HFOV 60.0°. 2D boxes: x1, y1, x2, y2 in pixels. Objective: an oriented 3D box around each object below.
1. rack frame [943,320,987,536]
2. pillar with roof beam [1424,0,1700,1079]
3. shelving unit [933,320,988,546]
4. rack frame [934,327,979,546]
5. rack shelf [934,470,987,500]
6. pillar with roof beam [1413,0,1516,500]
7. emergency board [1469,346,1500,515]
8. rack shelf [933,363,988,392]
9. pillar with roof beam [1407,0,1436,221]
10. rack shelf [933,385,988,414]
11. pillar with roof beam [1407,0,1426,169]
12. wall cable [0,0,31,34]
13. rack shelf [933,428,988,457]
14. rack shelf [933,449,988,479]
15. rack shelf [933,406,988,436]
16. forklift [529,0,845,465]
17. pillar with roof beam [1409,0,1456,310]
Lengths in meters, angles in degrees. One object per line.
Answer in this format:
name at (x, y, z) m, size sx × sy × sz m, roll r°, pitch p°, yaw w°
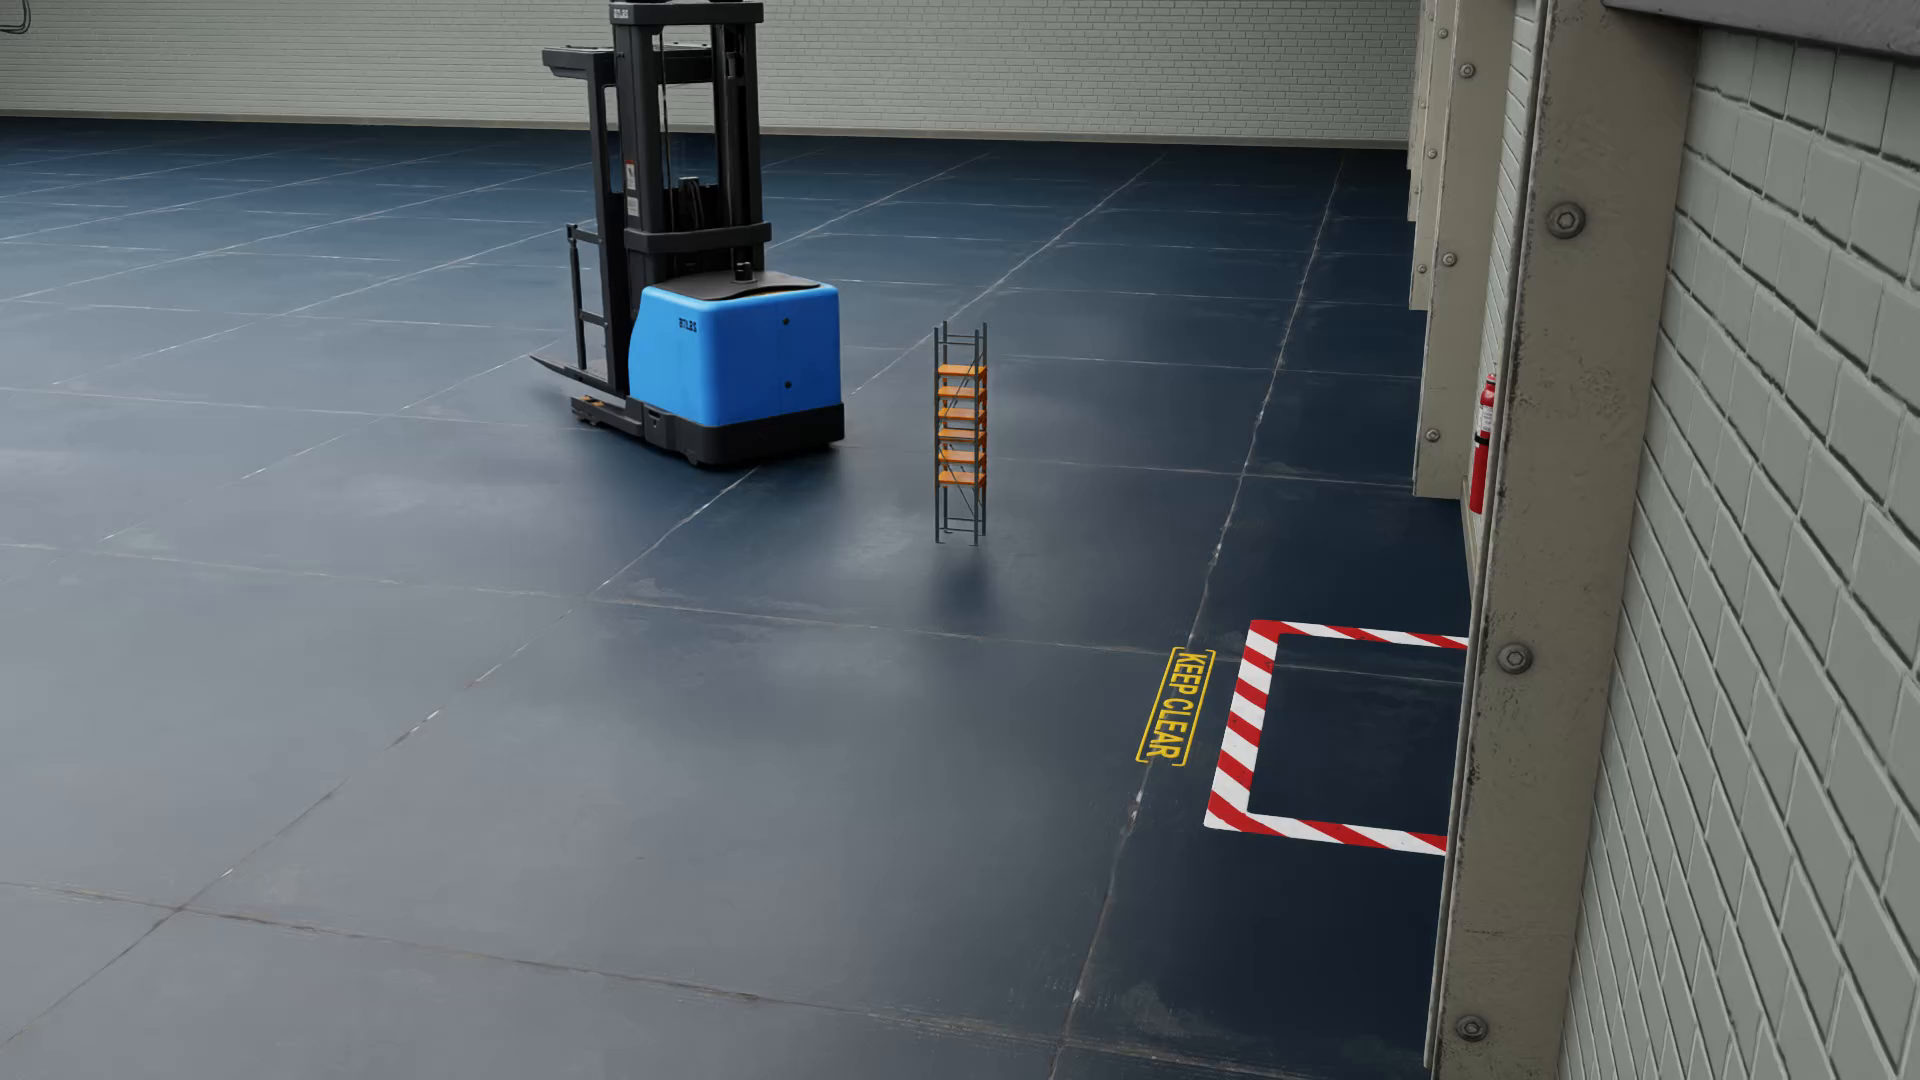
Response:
rack frame at (0.026, -0.601, 9.091) m, size 0.240 × 1.200 × 0.006 m, roll 5°, pitch 19°, yaw 13°
pillar with roof beam at (-2.730, -3.030, 4.137) m, size 9.100 × 9.000 × 0.400 m, roll 5°, pitch 19°, yaw 13°
shelving unit at (0.004, -0.572, 9.007) m, size 0.258 × 1.200 × 0.189 m, roll 5°, pitch 19°, yaw 13°
rack frame at (-0.019, -0.544, 8.923) m, size 0.240 × 1.200 × 0.006 m, roll 5°, pitch 19°, yaw 13°
rack shelf at (0.004, -0.303, 9.099) m, size 0.258 × 0.103 × 0.180 m, roll 5°, pitch 19°, yaw 13°
pillar with roof beam at (-1.264, -4.911, 9.643) m, size 9.100 × 9.000 × 0.400 m, roll 5°, pitch 19°, yaw 13°
emergency board at (2.085, -0.623, 6.370) m, size 0.194 × 1.169 × 0.643 m, roll 5°, pitch 19°, yaw 13°
rack shelf at (0.004, -0.871, 8.905) m, size 0.258 × 0.103 × 0.180 m, roll 5°, pitch 19°, yaw 13°
pillar with roof beam at (1.668, -8.672, 20.655) m, size 9.100 × 9.000 × 0.400 m, roll 5°, pitch 19°, yaw 13°
rack shelf at (0.004, -0.757, 8.944) m, size 0.258 × 0.103 × 0.180 m, roll 5°, pitch 19°, yaw 13°
pillar with roof beam at (3.134, -10.553, 26.161) m, size 9.100 × 9.000 × 0.400 m, roll 5°, pitch 19°, yaw 13°
wall cable at (-21.235, -12.050, 35.348) m, size 3.097 × 2.526 × 0.112 m, roll 5°, pitch 19°, yaw 13°
rack shelf at (0.004, -0.530, 9.021) m, size 0.258 × 0.103 × 0.180 m, roll 5°, pitch 19°, yaw 13°
rack shelf at (0.004, -0.417, 9.060) m, size 0.258 × 0.103 × 0.180 m, roll 5°, pitch 19°, yaw 13°
rack shelf at (0.004, -0.644, 8.982) m, size 0.258 × 0.103 × 0.180 m, roll 5°, pitch 19°, yaw 13°
forklift at (-2.067, -2.265, 11.285) m, size 1.130 × 2.935 × 3.031 m, roll -14°, pitch 24°, yaw -36°
pillar with roof beam at (0.202, -6.791, 15.149) m, size 9.100 × 9.000 × 0.400 m, roll 5°, pitch 19°, yaw 13°
